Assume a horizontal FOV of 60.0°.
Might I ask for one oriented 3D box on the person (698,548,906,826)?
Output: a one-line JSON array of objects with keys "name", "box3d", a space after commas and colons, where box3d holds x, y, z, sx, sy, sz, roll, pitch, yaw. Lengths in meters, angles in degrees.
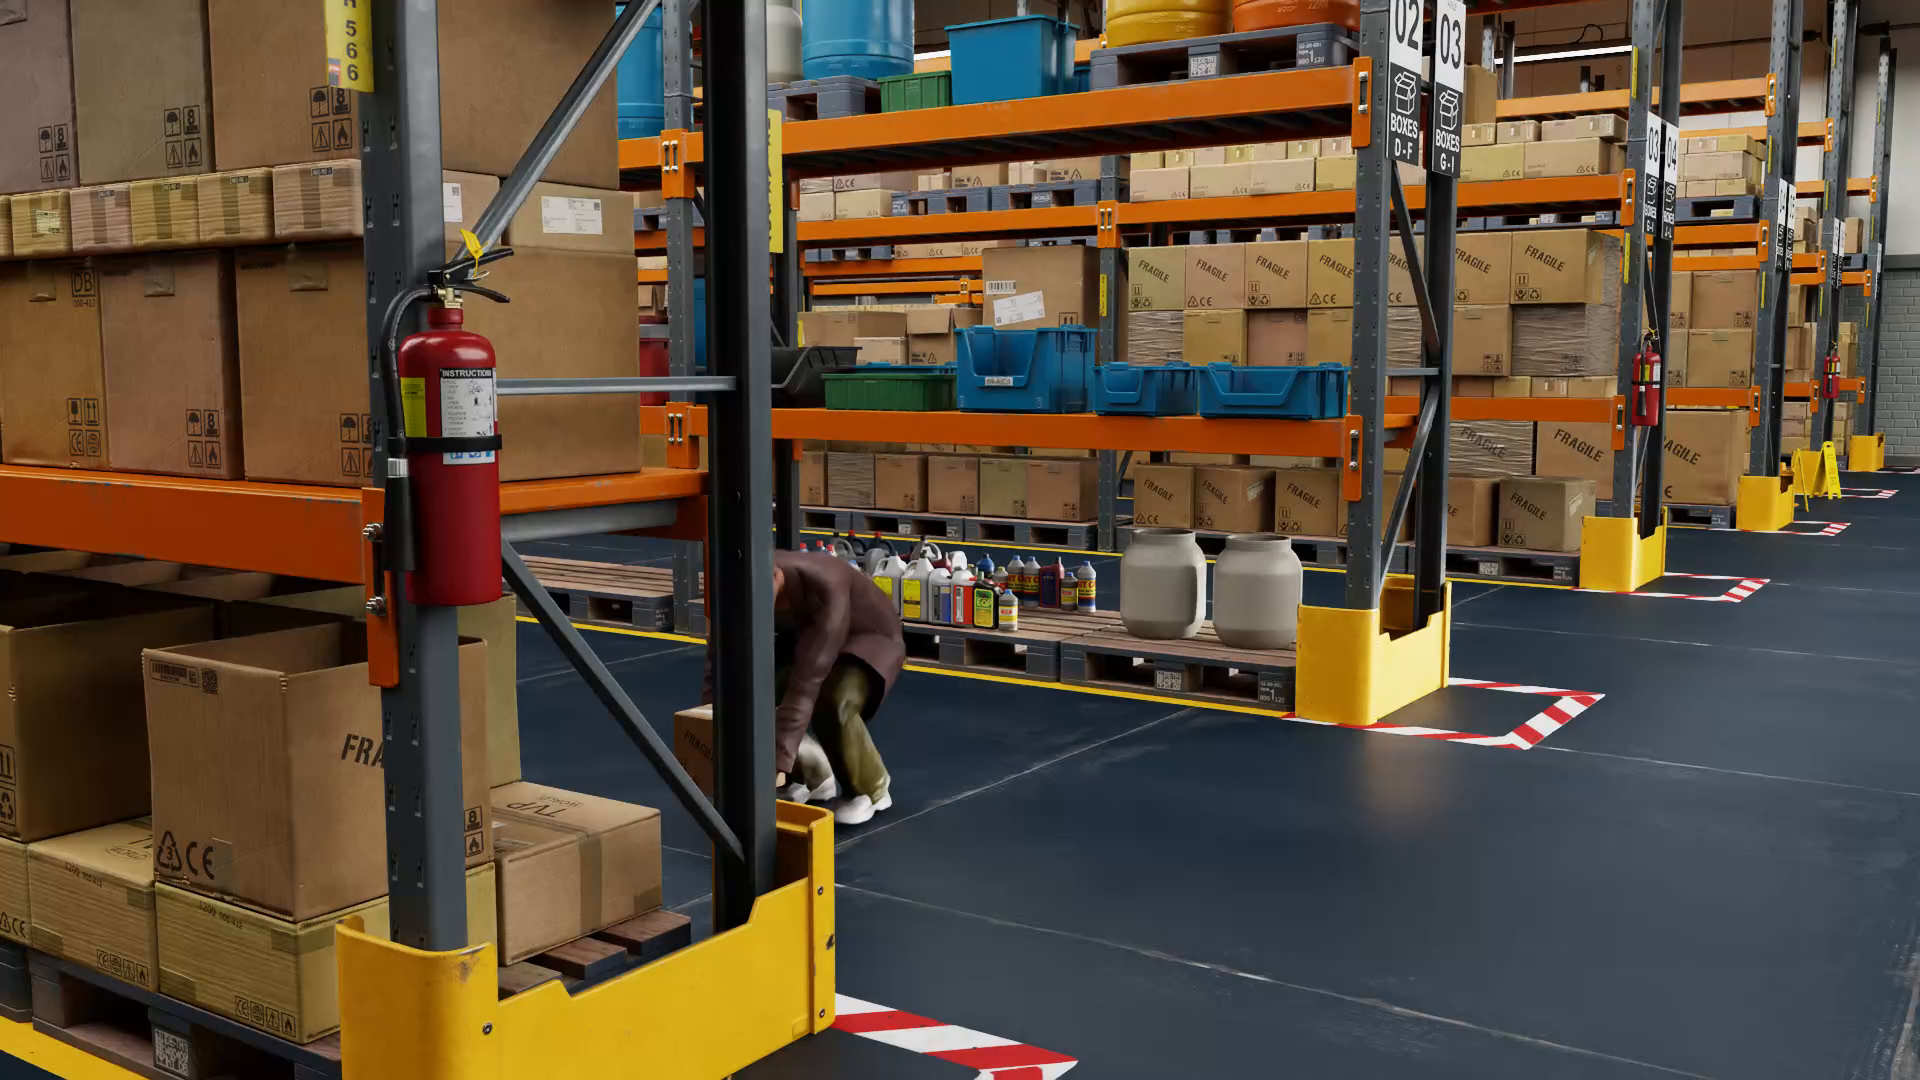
[{"name": "person", "box3d": [-0.543, 0.467, 5.597, 0.585, 0.995, 0.938, 4, 7, 32]}]
